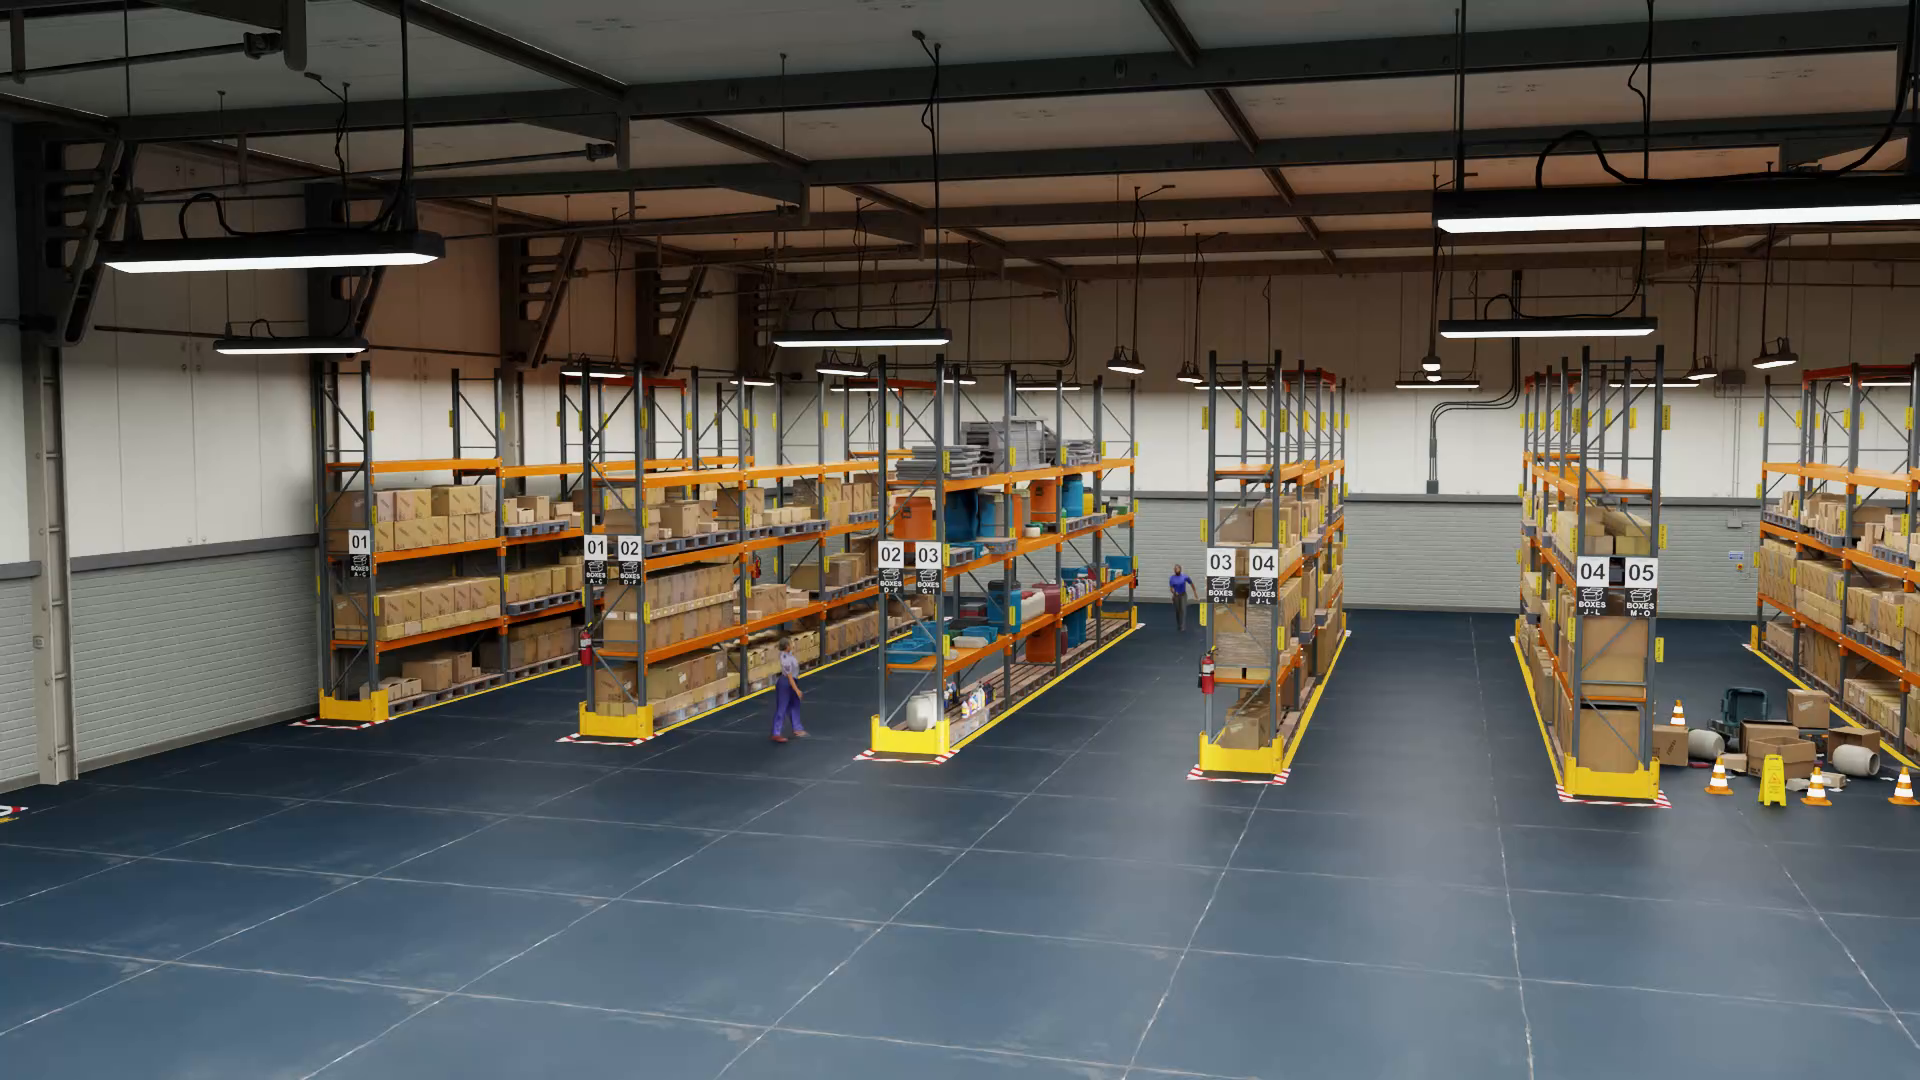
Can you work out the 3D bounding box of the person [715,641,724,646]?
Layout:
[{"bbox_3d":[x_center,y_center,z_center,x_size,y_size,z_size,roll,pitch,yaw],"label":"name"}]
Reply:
[{"bbox_3d":[-5.159,1.653,34.389,0.637,1.731,1.055,1,4,14],"label":"person"}]

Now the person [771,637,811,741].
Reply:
[{"bbox_3d":[-2.671,2.341,26.153,0.572,1.632,0.664,0,4,3],"label":"person"}]

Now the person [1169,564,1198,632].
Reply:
[{"bbox_3d":[5.316,1.371,39.508,0.684,1.586,0.973,0,4,6],"label":"person"}]
